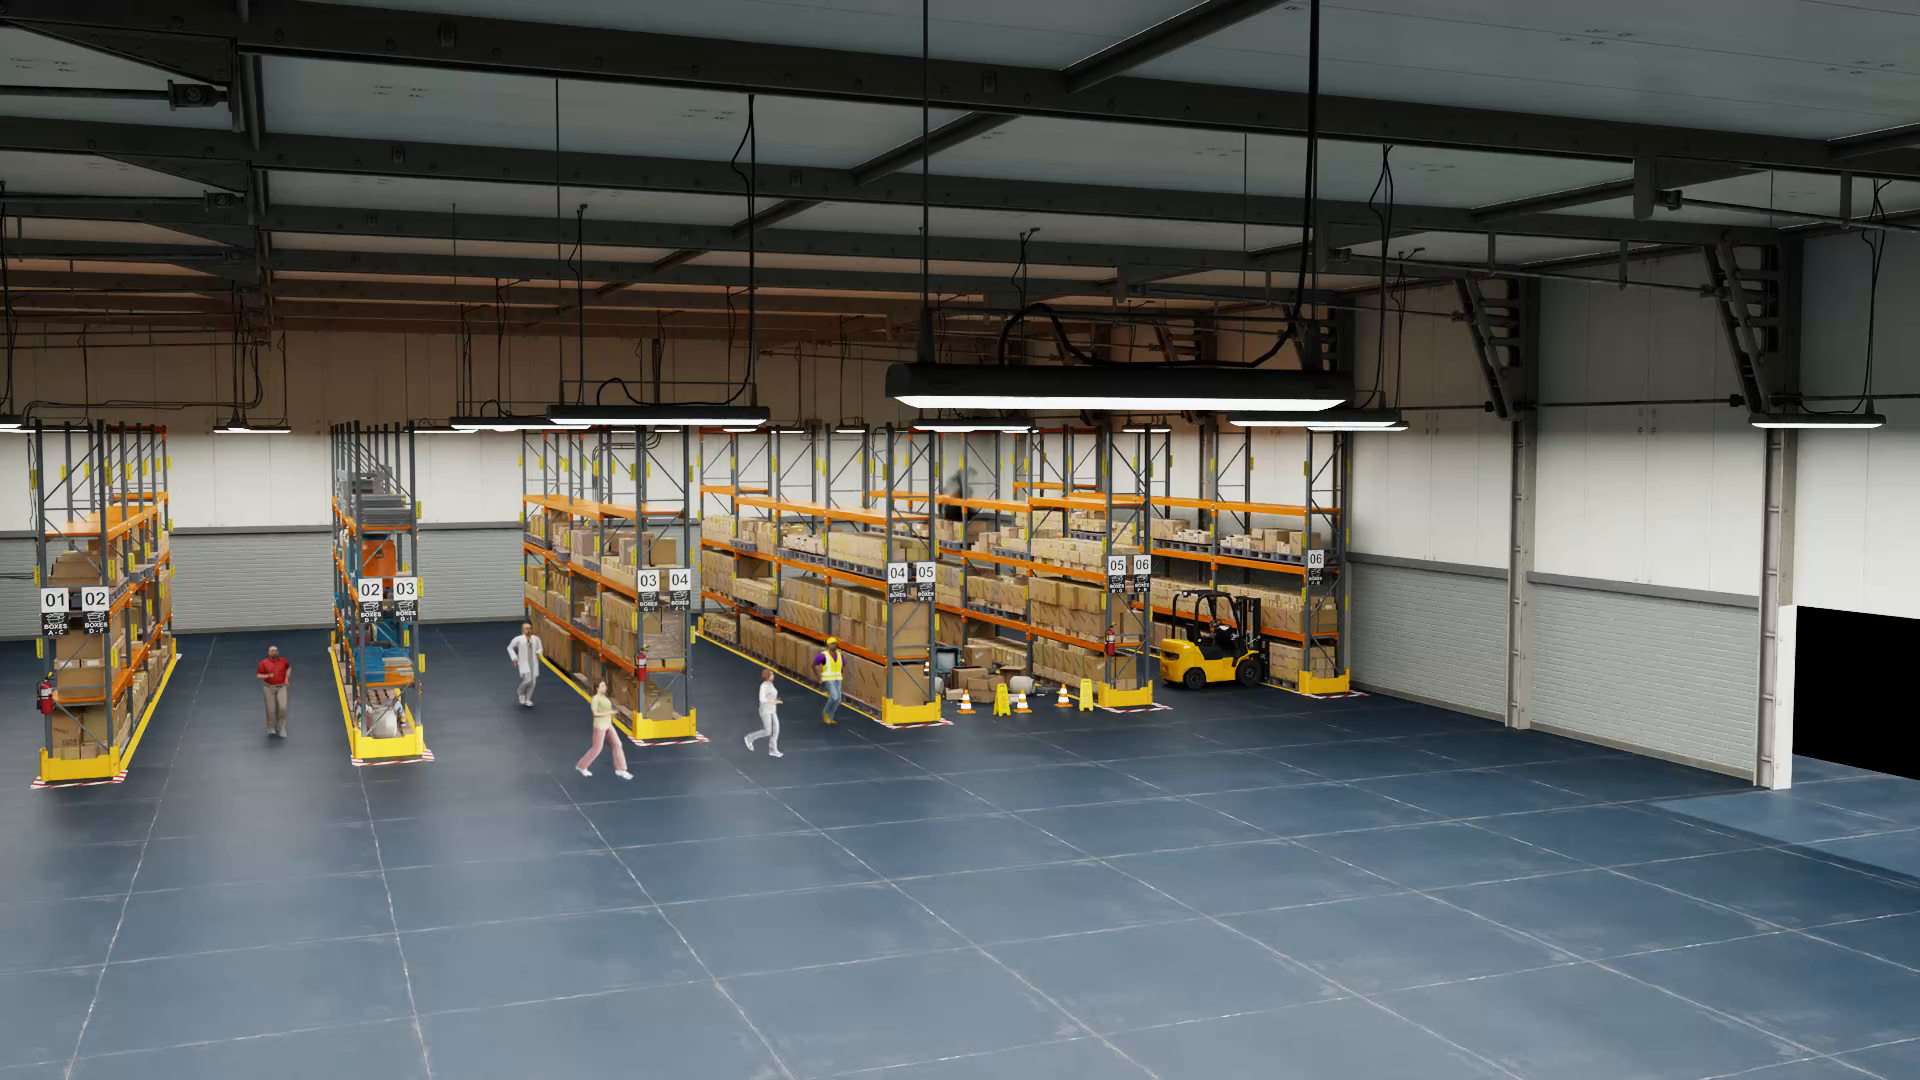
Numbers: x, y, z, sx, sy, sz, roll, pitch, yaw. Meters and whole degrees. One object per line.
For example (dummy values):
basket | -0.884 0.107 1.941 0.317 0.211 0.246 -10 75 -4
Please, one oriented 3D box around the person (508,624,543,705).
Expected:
person | -9.121 2.646 35.156 0.692 1.737 0.655 -3 5 -38

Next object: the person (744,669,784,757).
person | -3.484 3.077 29.690 0.726 1.567 0.540 1 4 13

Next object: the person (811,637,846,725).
person | -2.519 2.788 32.925 0.680 1.718 0.600 -3 4 -37

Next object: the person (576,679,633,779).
person | -5.948 3.146 27.744 0.965 1.668 0.578 1 4 15

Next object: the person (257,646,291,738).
person | -13.022 2.897 31.625 0.640 1.781 0.727 -2 4 -30
